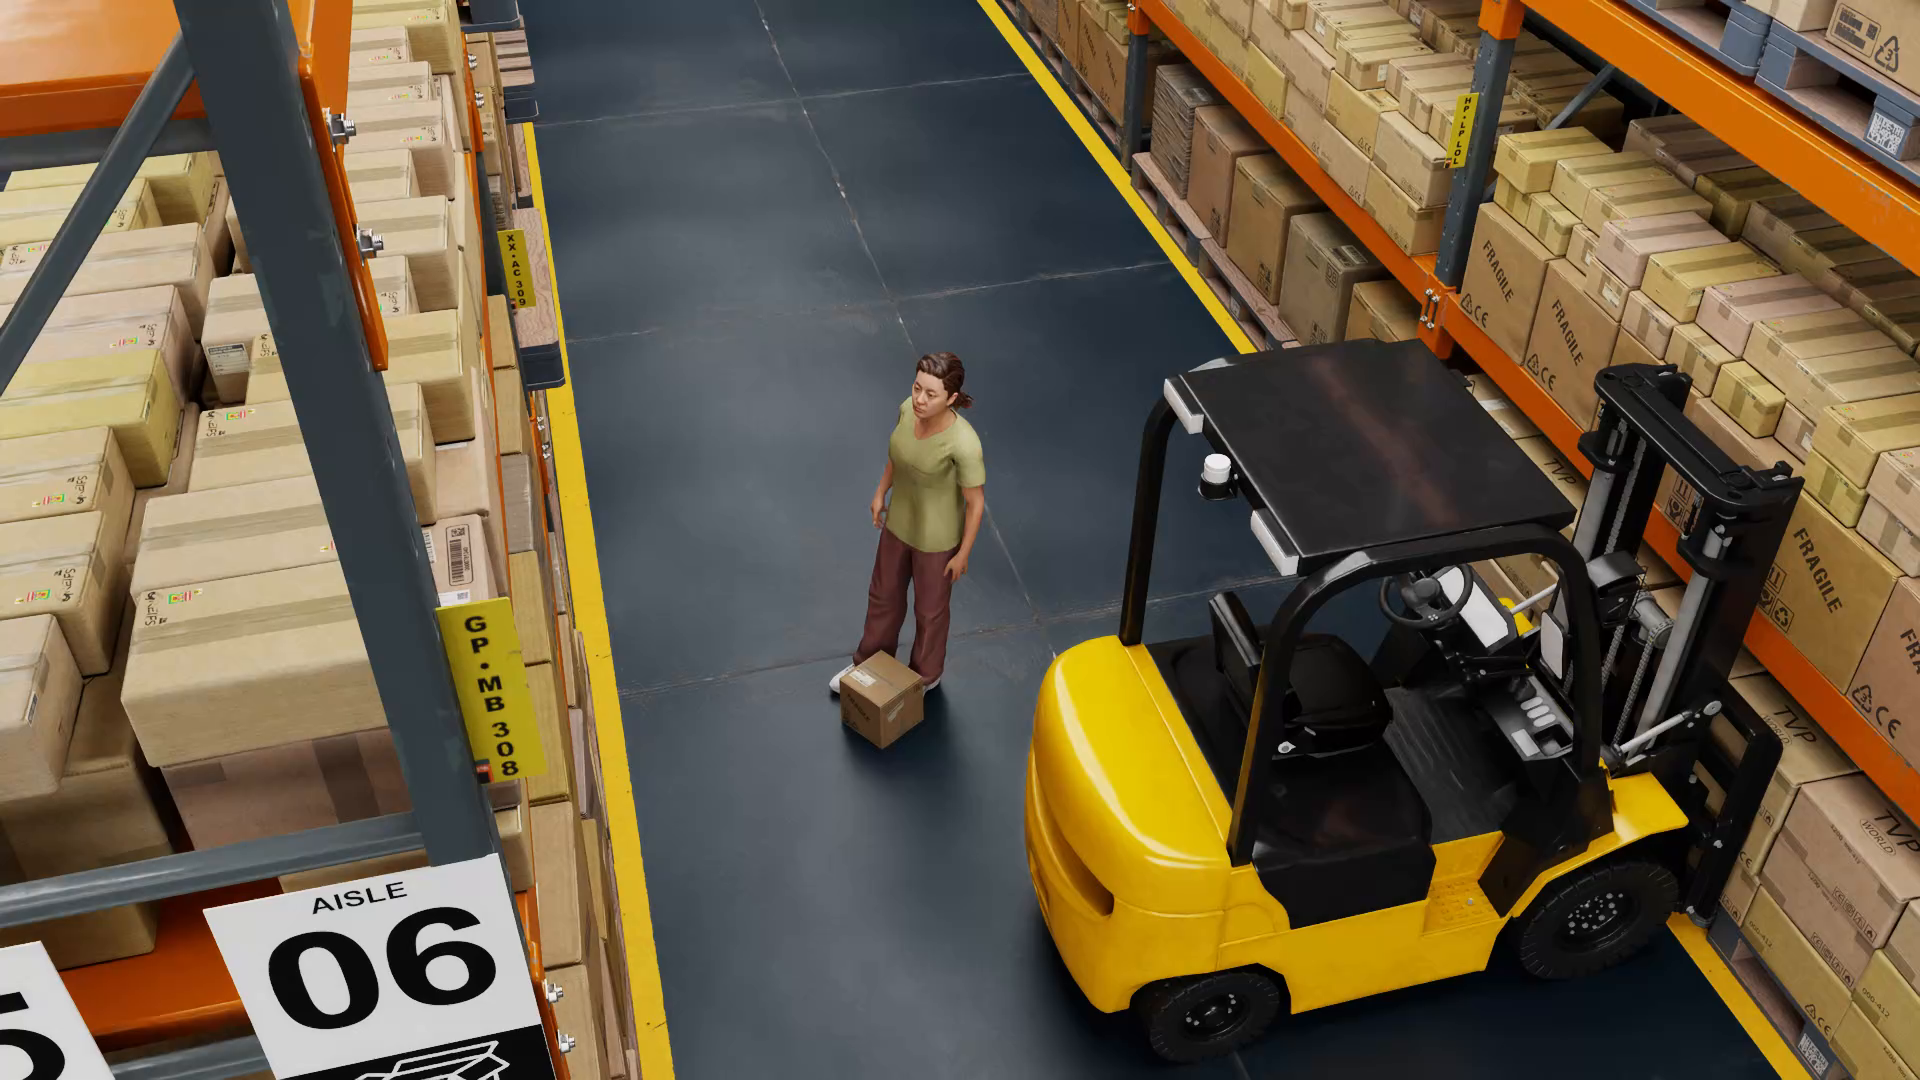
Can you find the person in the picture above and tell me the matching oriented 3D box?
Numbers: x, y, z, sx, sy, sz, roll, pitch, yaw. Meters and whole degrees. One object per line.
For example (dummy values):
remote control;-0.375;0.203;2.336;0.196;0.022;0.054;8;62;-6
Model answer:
person;-0.200;-0.004;6.704;0.549;1.676;0.553;-31;48;-33
